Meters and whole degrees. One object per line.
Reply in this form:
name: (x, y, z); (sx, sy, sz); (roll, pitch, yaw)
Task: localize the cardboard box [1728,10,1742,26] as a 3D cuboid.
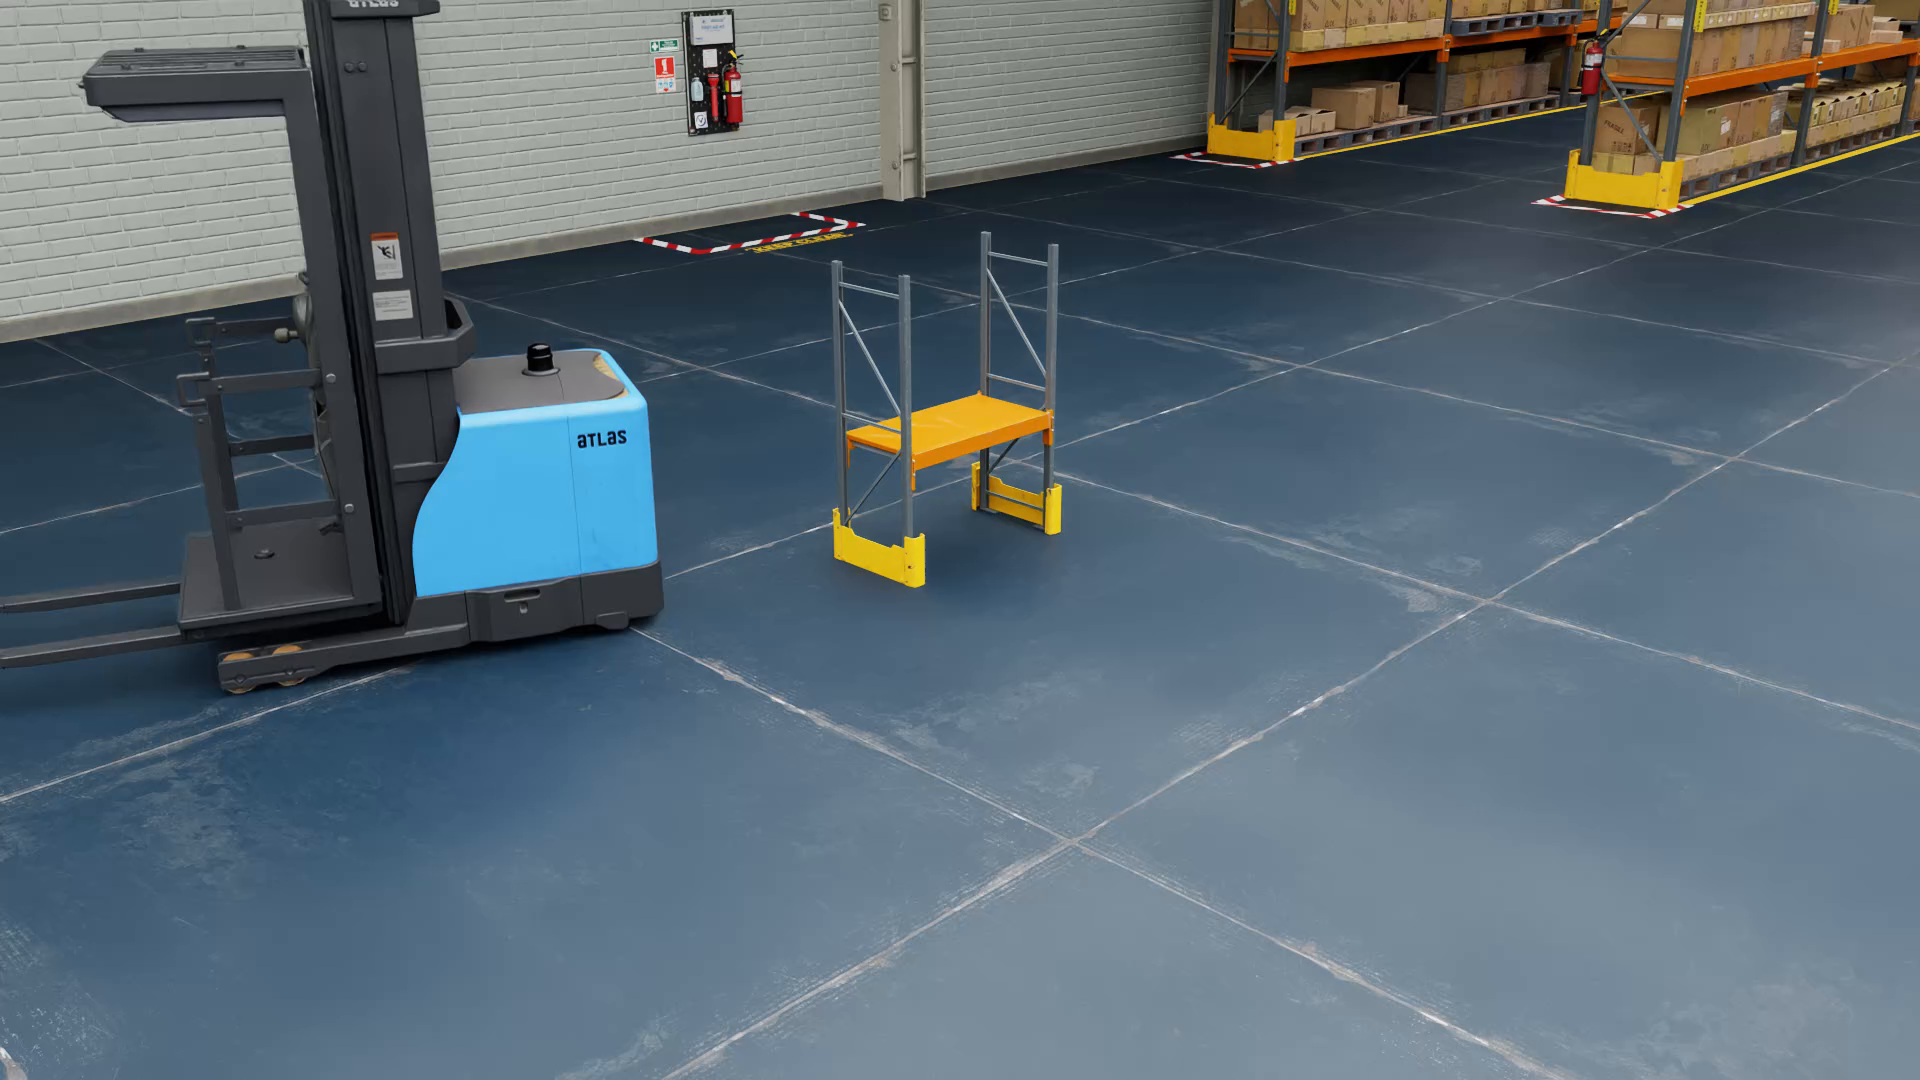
cardboard box: (8.391, -5.774, 18.371); (0.380, 0.149, 0.250); (18, 27, 39)

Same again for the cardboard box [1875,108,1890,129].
cardboard box: (12.275, -5.751, 22.603); (0.500, 0.250, 0.500); (19, 28, 40)

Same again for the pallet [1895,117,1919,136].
pallet: (13.372, -6.049, 24.017); (1.003, 0.211, 1.213); (19, 28, 41)

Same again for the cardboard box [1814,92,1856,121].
cardboard box: (11.214, -5.619, 21.477); (0.500, 0.311, 0.500); (18, 27, 39)

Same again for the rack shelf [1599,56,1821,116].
rack shelf: (8.639, -5.290, 19.159); (1.077, 0.370, 4.000); (19, 28, 41)

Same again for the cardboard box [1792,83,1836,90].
cardboard box: (11.531, -6.013, 22.504); (0.500, 0.311, 0.500); (18, 28, 39)

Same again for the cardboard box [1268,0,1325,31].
cardboard box: (4.240, -6.687, 20.928); (0.500, 0.500, 0.500); (19, 28, 41)

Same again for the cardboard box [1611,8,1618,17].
cardboard box: (10.546, -8.663, 27.255); (0.250, 0.149, 0.380); (-20, 28, -41)

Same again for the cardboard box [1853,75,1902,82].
cardboard box: (13.309, -6.506, 24.190); (0.500, 0.500, 0.500); (-19, 28, -40)

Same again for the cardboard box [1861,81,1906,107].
cardboard box: (12.635, -6.146, 22.849); (0.500, 0.311, 0.500); (-19, 28, -41)

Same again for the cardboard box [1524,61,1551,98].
cardboard box: (8.808, -7.247, 26.120); (0.500, 0.500, 0.700); (-20, 29, -41)

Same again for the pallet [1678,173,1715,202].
pallet: (7.747, -4.017, 18.731); (1.003, 0.211, 1.213); (19, 28, 41)

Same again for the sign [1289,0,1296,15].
sign: (4.081, -6.619, 20.407); (0.100, 0.325, 0.005); (19, 28, 41)

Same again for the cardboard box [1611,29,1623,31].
cardboard box: (11.703, -8.428, 28.732); (0.750, 0.750, 0.750); (20, 28, 41)

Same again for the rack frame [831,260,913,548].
rack frame: (-0.414, -0.547, 7.908); (0.500, 1.500, 0.032); (19, 28, 41)

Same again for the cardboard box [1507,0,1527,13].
cardboard box: (8.099, -8.210, 25.000); (0.700, 0.500, 0.500); (19, 28, 41)

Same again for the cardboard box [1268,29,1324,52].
cardboard box: (4.260, -6.336, 21.058); (0.500, 0.250, 0.500); (18, 28, 39)

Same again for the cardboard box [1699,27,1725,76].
cardboard box: (7.941, -5.411, 18.332); (0.500, 0.500, 0.700); (-19, 28, -41)

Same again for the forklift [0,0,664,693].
forklift: (-2.918, -0.945, 6.949); (3.031, 2.935, 1.130); (-8, 22, -20)

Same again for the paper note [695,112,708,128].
paper note: (-2.550, -4.139, 16.391); (0.016, 0.148, 0.142); (19, 28, 41)

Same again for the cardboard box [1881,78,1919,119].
cardboard box: (13.347, -6.252, 23.530); (0.500, 0.500, 0.500); (-19, 28, -40)

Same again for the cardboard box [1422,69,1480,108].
cardboard box: (7.308, -6.756, 24.841); (0.700, 0.500, 0.500); (19, 28, 40)

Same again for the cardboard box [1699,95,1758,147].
cardboard box: (8.825, -4.841, 19.191); (0.500, 0.500, 0.500); (19, 28, 41)

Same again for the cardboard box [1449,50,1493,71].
cardboard box: (7.649, -7.209, 24.976); (0.500, 0.250, 0.500); (18, 28, 39)

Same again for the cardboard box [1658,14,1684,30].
cardboard box: (7.672, -5.508, 17.680); (0.380, 0.149, 0.250); (19, 28, 40)

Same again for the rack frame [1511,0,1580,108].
rack frame: (9.273, -8.407, 26.266); (1.000, 3.000, 0.127); (19, 28, 41)

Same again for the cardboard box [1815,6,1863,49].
cardboard box: (11.298, -6.644, 21.540); (0.500, 0.500, 0.500); (19, 28, 41)

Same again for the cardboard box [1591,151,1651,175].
cardboard box: (7.406, -4.236, 18.661); (0.500, 0.250, 0.500); (19, 28, 41)

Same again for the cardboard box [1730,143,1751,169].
cardboard box: (8.825, -4.491, 19.326); (0.500, 0.250, 0.500); (19, 28, 41)

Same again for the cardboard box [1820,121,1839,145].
cardboard box: (10.850, -5.225, 21.235); (0.500, 0.250, 0.500); (-19, 28, -41)

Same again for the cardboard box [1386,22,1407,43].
cardboard box: (5.676, -6.861, 22.425); (0.500, 0.250, 0.500); (19, 28, 40)

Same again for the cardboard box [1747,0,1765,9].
cardboard box: (8.679, -6.289, 18.809); (0.700, 0.500, 0.500); (19, 28, 41)

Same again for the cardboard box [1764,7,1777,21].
cardboard box: (9.111, -6.040, 19.063); (0.250, 0.149, 0.380); (-19, 28, -41)

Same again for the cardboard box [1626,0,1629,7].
cardboard box: (10.871, -9.058, 27.378); (0.500, 0.500, 0.500); (-19, 28, -41)

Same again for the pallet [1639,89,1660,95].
pallet: (11.579, -7.916, 28.876); (1.003, 0.211, 1.213); (19, 28, 41)

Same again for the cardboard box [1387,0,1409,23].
cardboard box: (5.671, -7.212, 22.294); (0.500, 0.500, 0.500); (18, 28, 39)

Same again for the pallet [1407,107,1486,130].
pallet: (7.024, -6.277, 24.612); (1.003, 0.211, 1.213); (19, 28, 41)

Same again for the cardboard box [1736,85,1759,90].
cardboard box: (9.486, -5.361, 20.544); (0.500, 0.500, 0.500); (19, 28, 41)

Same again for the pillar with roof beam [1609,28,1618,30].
pillar with roof beam: (15.016, -11.554, 26.093); (9.100, 9.000, 0.400); (19, 28, 41)

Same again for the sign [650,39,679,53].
sign: (-2.827, -4.725, 15.899); (0.001, 0.109, 0.331); (19, 28, 41)

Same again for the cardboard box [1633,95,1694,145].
cardboard box: (8.091, -4.847, 19.206); (0.500, 0.500, 0.500); (19, 28, 41)

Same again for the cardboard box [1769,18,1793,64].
cardboard box: (9.366, -5.933, 19.691); (0.700, 0.500, 0.500); (19, 28, 40)

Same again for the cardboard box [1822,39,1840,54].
cardboard box: (10.799, -6.199, 20.872); (0.380, 0.149, 0.250); (19, 28, 41)

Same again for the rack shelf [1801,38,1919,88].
rack shelf: (11.429, -6.318, 21.834); (1.077, 0.370, 4.000); (19, 28, 41)

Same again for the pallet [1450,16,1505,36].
pallet: (7.119, -7.449, 24.041); (1.003, 0.211, 1.213); (19, 28, 41)

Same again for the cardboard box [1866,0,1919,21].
cardboard box: (13.183, -7.601, 23.444); (0.700, 0.500, 0.500); (9, 23, 23)

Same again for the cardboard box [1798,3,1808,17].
cardboard box: (9.824, -6.303, 19.748); (0.380, 0.149, 0.250); (19, 28, 40)

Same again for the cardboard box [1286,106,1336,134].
cardboard box: (4.637, -5.602, 22.104); (0.500, 0.311, 0.500); (-17, 27, -38)

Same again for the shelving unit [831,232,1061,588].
shelving unit: (-0.053, -0.680, 8.255); (0.587, 1.500, 1.083); (19, 28, 41)

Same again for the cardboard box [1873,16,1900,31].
cardboard box: (12.539, -7.044, 22.844); (0.500, 0.311, 0.500); (-18, 27, -39)
